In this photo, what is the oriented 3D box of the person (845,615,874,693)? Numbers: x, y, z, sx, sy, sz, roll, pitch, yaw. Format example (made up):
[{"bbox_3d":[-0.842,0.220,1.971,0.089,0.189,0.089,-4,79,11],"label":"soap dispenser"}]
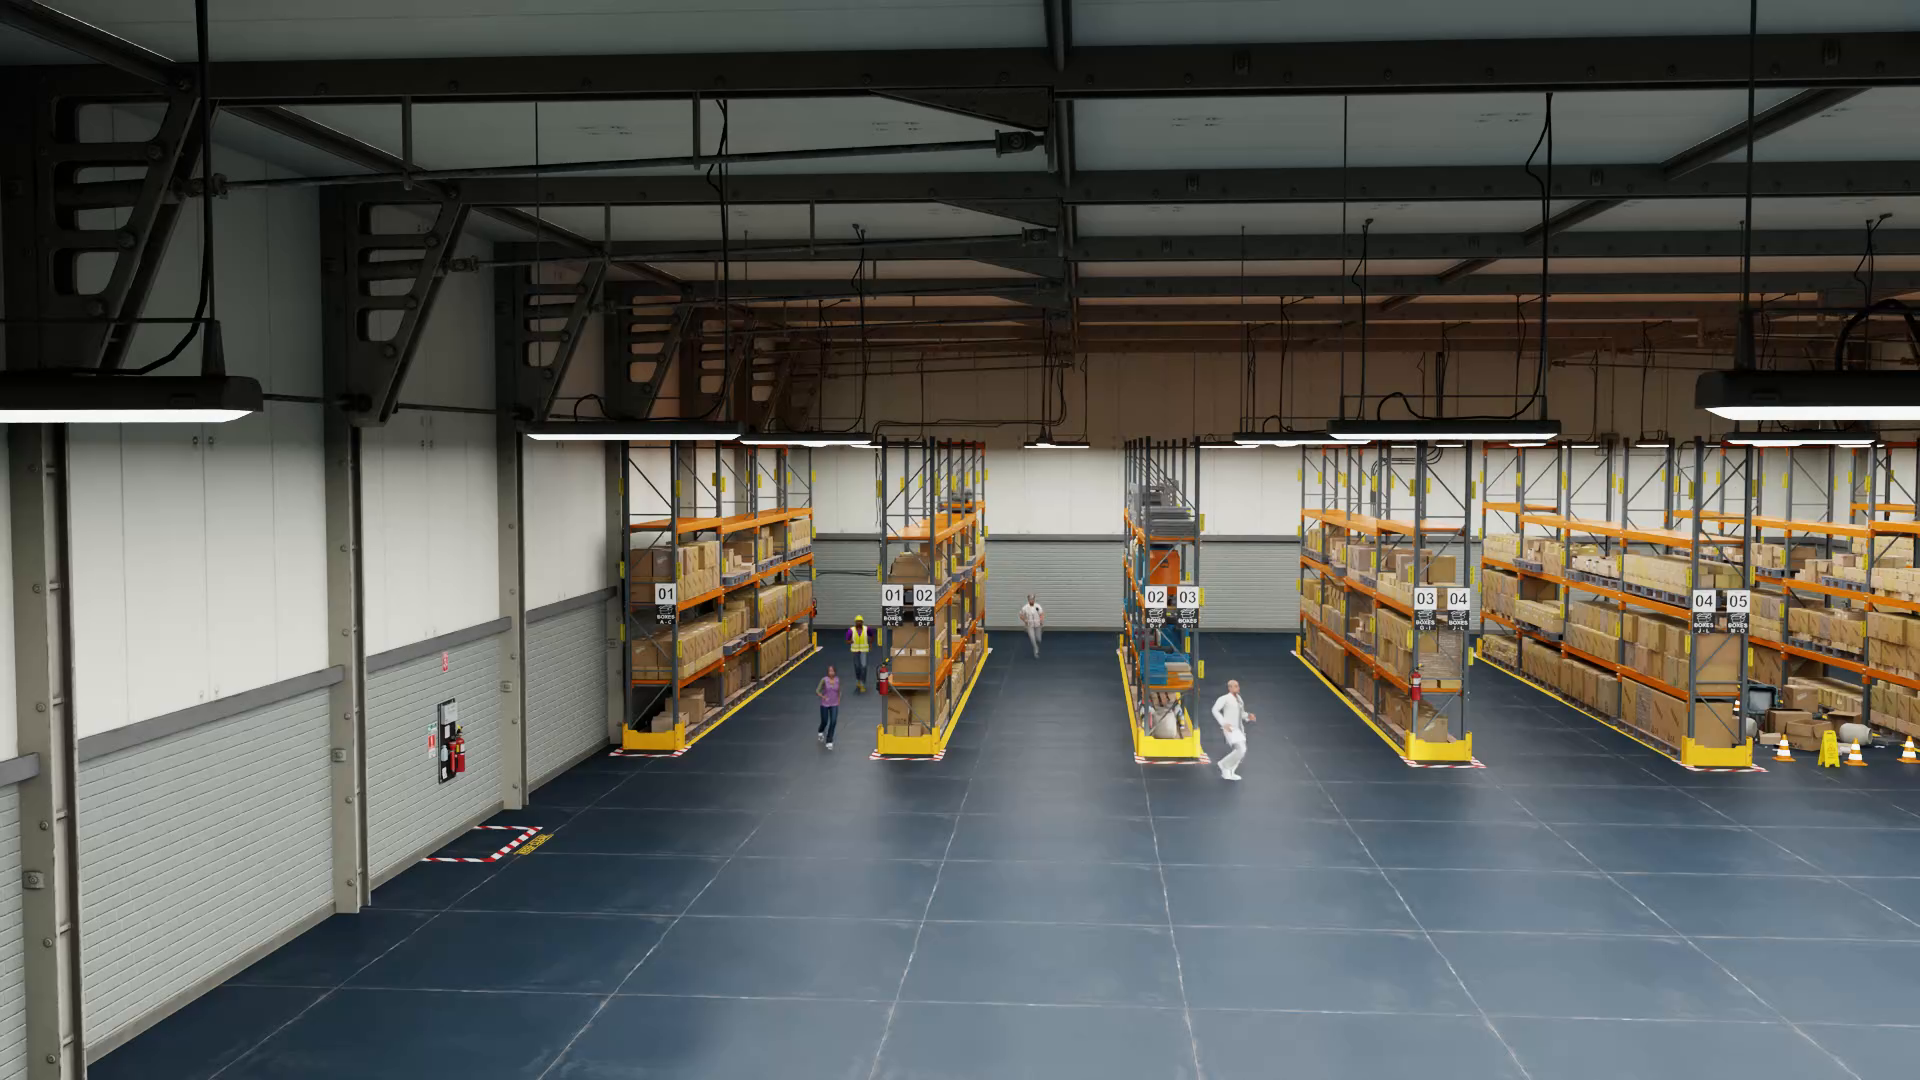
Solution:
[{"bbox_3d":[-2.411,2.709,39.797,0.681,1.824,0.830,0,3,1],"label":"person"}]

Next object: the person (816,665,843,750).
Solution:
[{"bbox_3d":[-2.529,3.216,32.216,0.550,1.596,0.763,-1,3,-15],"label":"person"}]

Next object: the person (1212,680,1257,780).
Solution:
[{"bbox_3d":[4.795,3.305,28.840,0.622,1.737,0.719,2,4,39],"label":"person"}]

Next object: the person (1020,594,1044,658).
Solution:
[{"bbox_3d":[2.007,2.382,46.314,0.678,1.770,0.767,0,3,-9],"label":"person"}]
